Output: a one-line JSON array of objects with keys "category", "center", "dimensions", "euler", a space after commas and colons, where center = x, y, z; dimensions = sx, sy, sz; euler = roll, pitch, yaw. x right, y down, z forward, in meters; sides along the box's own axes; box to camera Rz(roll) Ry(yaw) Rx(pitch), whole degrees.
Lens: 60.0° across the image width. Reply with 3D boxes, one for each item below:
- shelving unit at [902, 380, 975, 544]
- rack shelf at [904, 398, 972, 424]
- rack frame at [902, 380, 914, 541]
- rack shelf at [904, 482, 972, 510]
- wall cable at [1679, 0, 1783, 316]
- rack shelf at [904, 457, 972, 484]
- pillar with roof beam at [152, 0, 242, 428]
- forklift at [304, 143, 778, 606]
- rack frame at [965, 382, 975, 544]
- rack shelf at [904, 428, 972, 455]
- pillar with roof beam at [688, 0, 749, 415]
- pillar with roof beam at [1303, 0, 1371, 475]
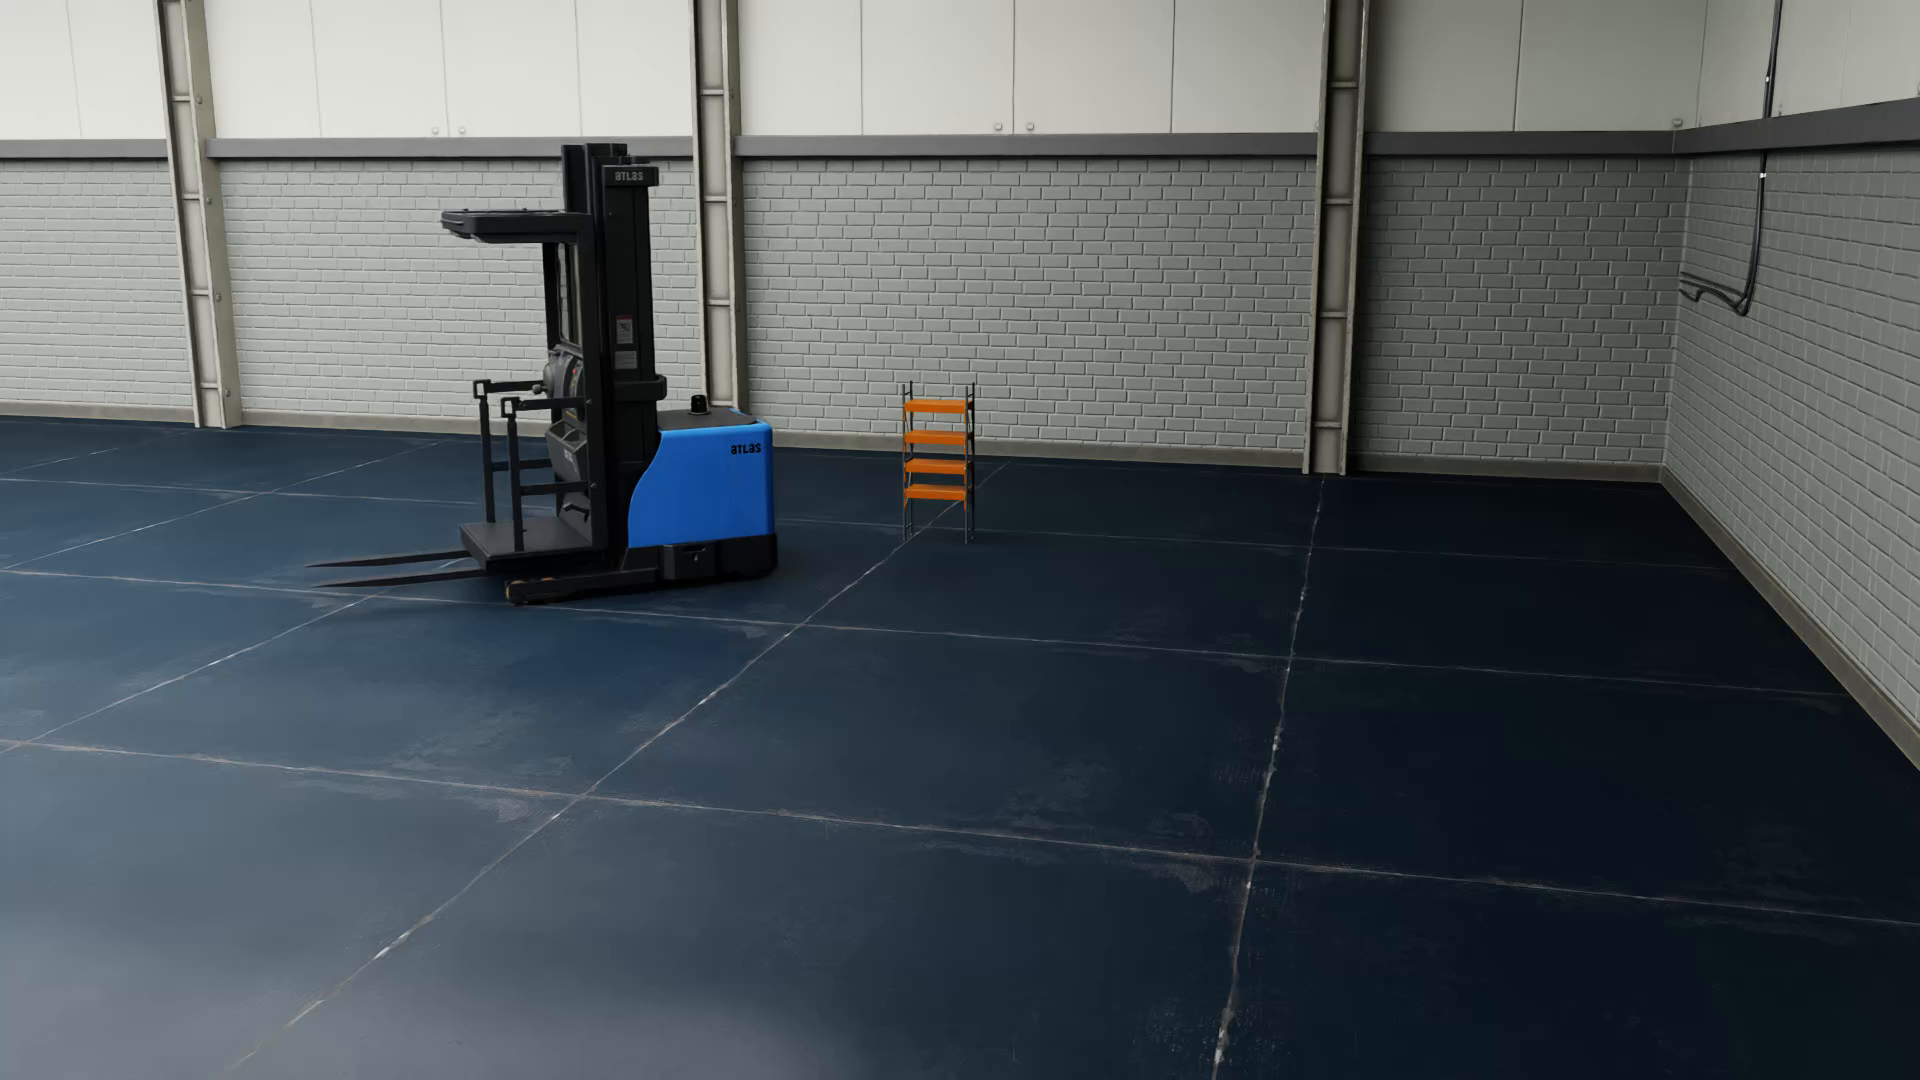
[{"category": "shelving unit", "center": [-0.161, -0.594, 12.642], "dimensions": [0.503, 1.200, 0.258], "euler": [3, 13, 14]}, {"category": "rack shelf", "center": [-0.161, -0.978, 12.557], "dimensions": [0.480, 0.148, 0.258], "euler": [3, 13, 14]}, {"category": "rack frame", "center": [-0.398, -0.607, 12.700], "dimensions": [0.015, 1.200, 0.240], "euler": [3, 13, 14]}, {"category": "rack shelf", "center": [-0.161, -0.335, 12.700], "dimensions": [0.480, 0.148, 0.258], "euler": [3, 13, 14]}, {"category": "wall cable", "center": [5.976, -3.092, 13.065], "dimensions": [0.112, 2.526, 3.097], "euler": [3, 13, 14]}, {"category": "rack shelf", "center": [-0.161, -0.529, 12.657], "dimensions": [0.480, 0.148, 0.258], "euler": [3, 13, 14]}, {"category": "pillar with roof beam", "center": [-9.249, -4.757, 13.398], "dimensions": [0.400, 9.000, 9.100], "euler": [3, 13, 14]}, {"category": "forklift", "center": [-2.828, -1.132, 11.069], "dimensions": [3.031, 2.935, 1.130], "euler": [-6, 14, -25]}, {"category": "rack frame", "center": [0.076, -0.582, 12.585], "dimensions": [0.015, 1.200, 0.240], "euler": [3, 13, 14]}, {"category": "rack shelf", "center": [-0.161, -0.747, 12.609], "dimensions": [0.480, 0.148, 0.258], "euler": [3, 13, 14]}, {"category": "pillar with roof beam", "center": [-3.424, -4.445, 11.994], "dimensions": [0.400, 9.000, 9.100], "euler": [3, 13, 14]}, {"category": "pillar with roof beam", "center": [2.402, -4.134, 10.591], "dimensions": [0.400, 9.000, 9.100], "euler": [3, 13, 14]}]
